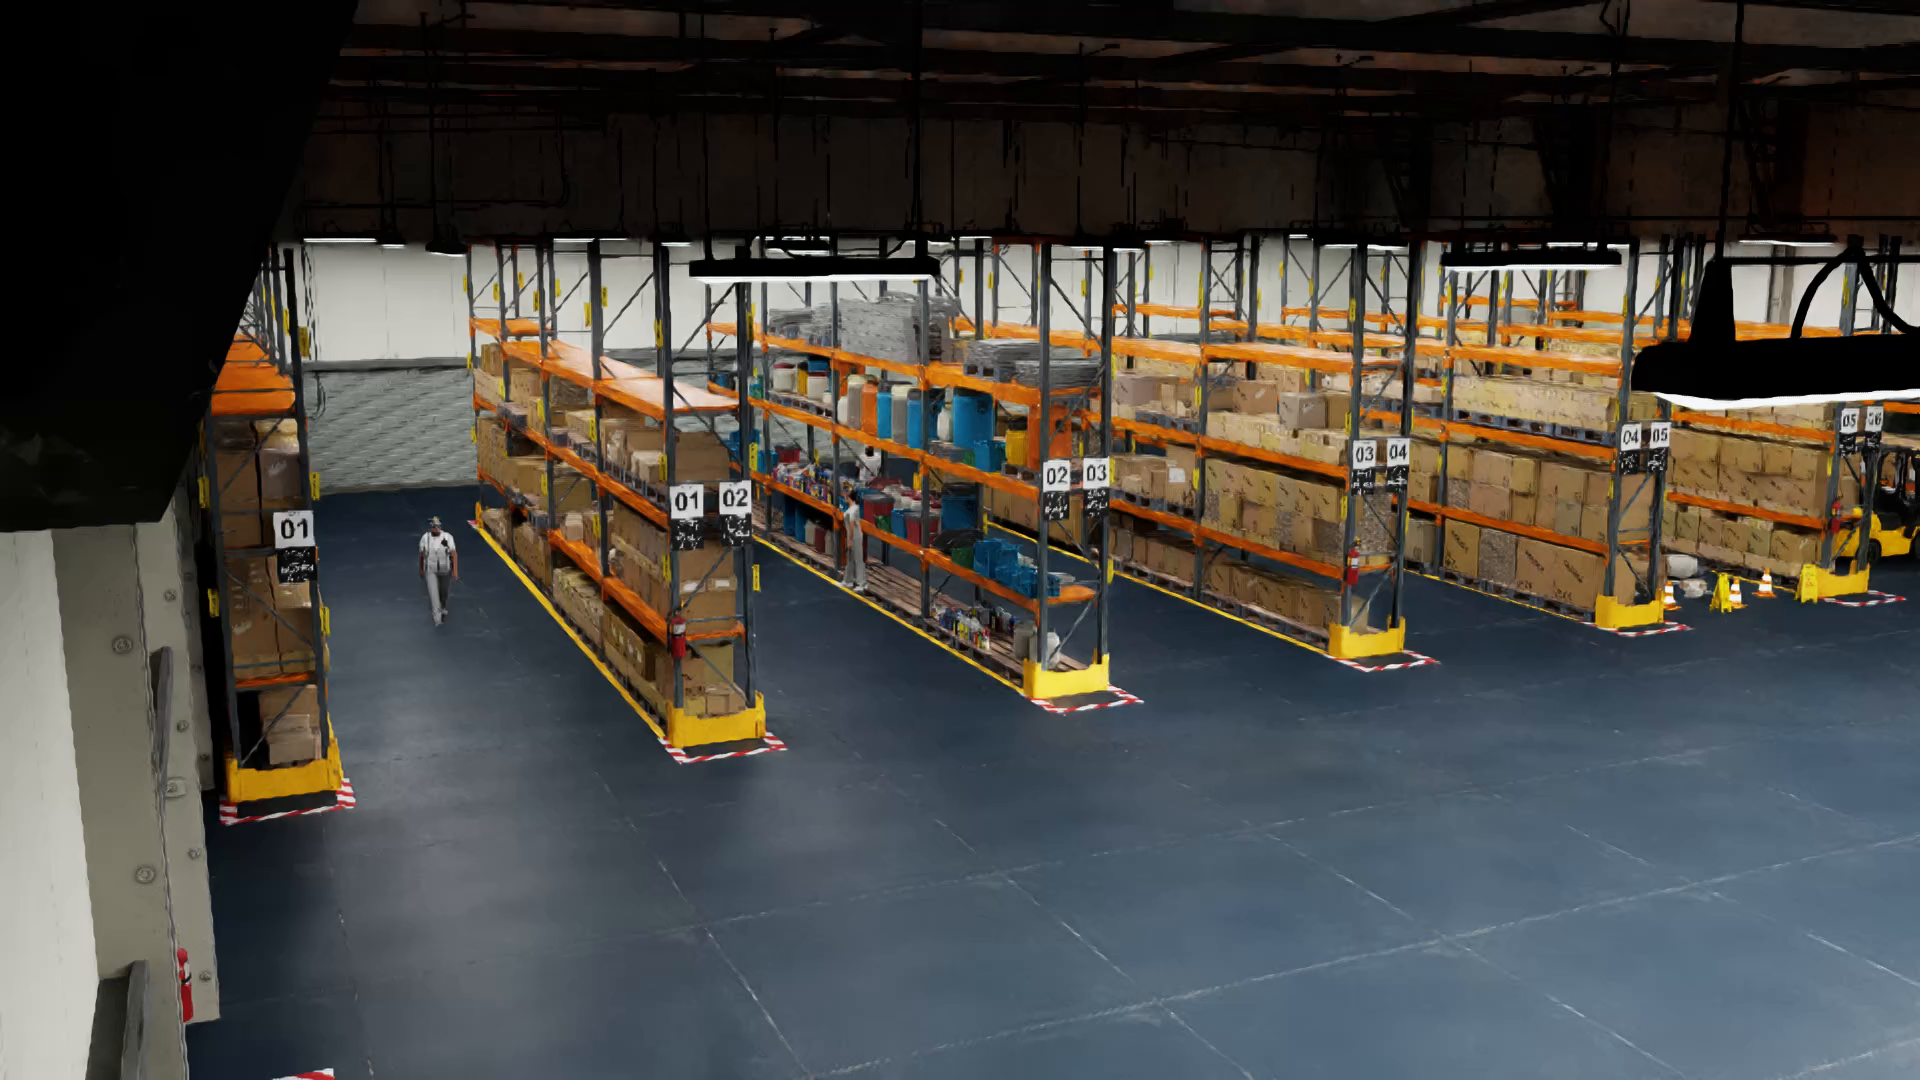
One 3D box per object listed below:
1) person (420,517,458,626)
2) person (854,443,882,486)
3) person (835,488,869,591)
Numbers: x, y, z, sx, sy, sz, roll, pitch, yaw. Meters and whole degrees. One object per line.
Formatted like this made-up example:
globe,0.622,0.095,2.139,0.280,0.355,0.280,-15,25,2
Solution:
person,-8.224,0.454,26.270,0.556,1.709,1.040,-5,12,-25
person,-1.899,-1.292,35.294,0.589,1.716,1.038,-5,12,-25
person,-1.786,-0.024,27.319,0.551,1.669,0.546,-1,11,-5
